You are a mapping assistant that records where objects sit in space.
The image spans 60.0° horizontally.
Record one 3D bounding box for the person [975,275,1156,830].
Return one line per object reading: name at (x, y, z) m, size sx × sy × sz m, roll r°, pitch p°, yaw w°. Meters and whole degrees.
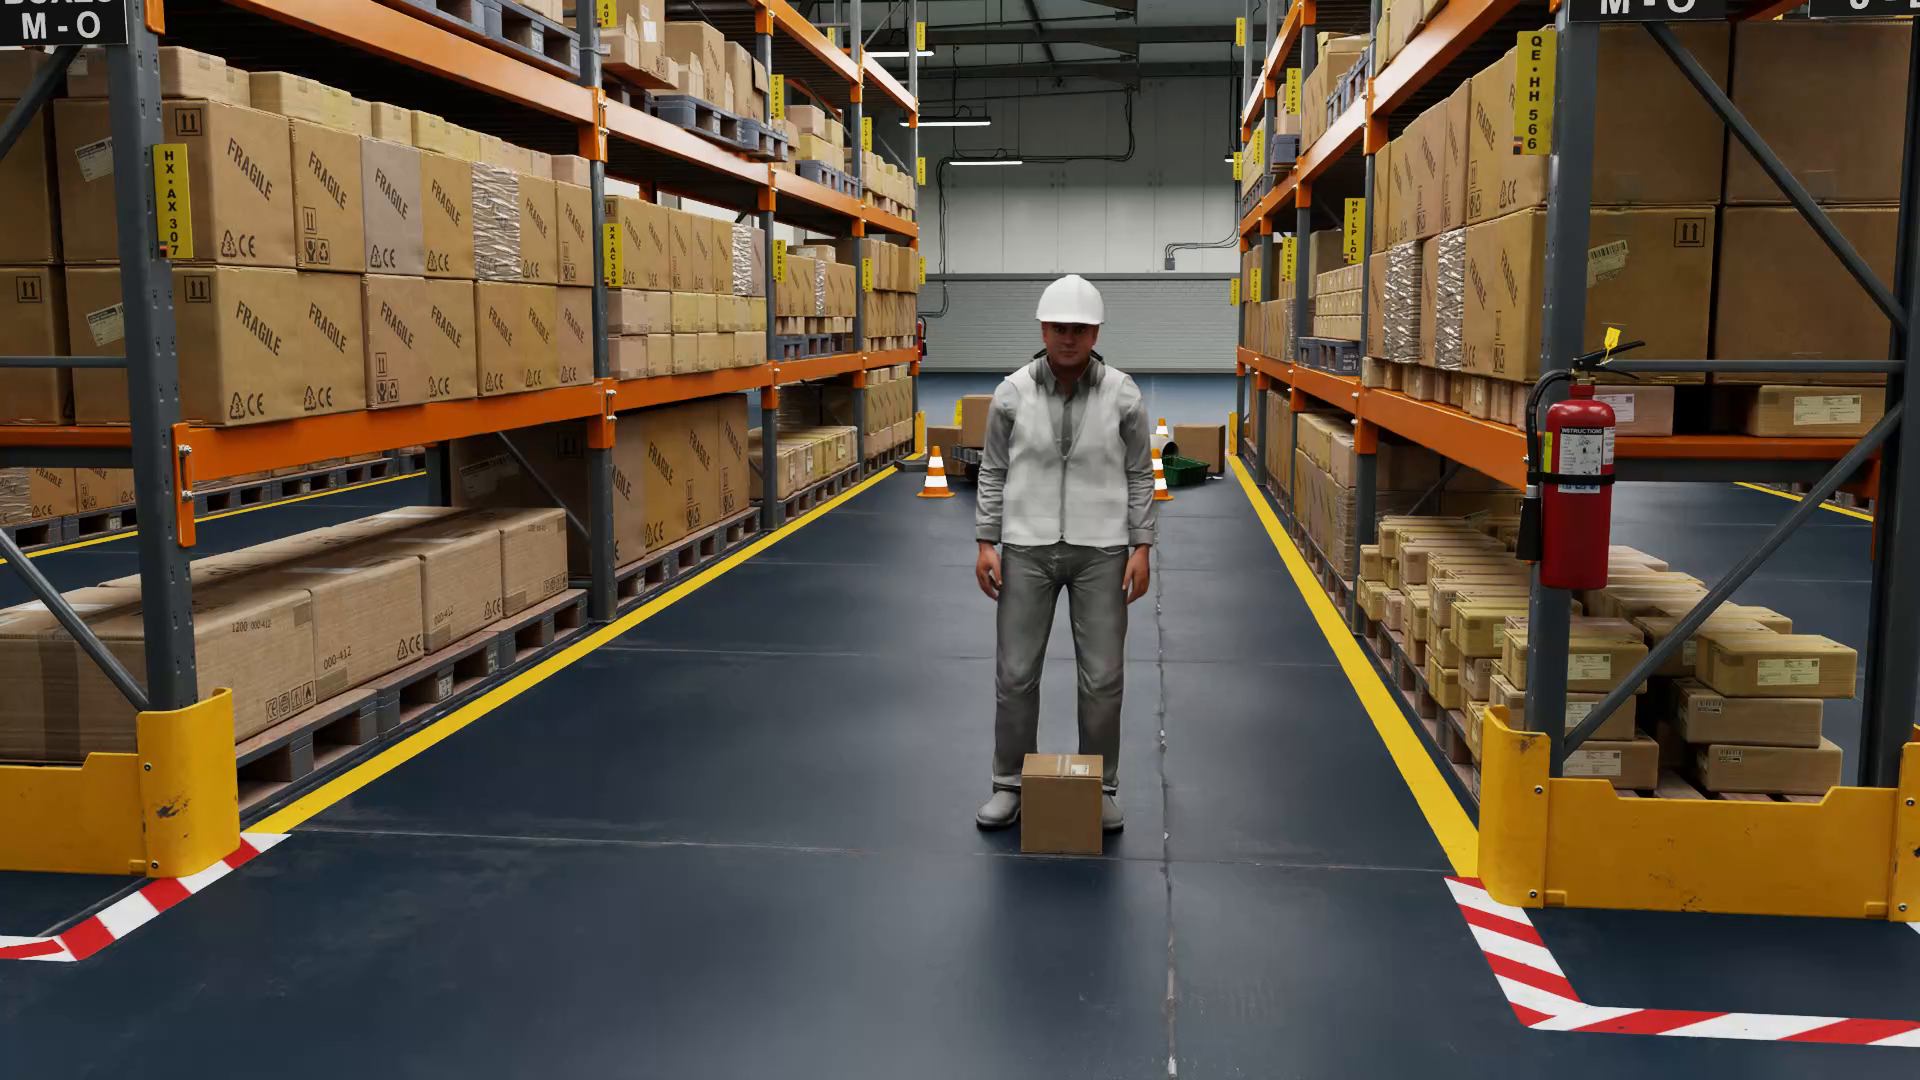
person at (0.338, 0.040, 5.386) m, size 0.581 × 1.772 × 0.460 m, roll 1°, pitch 8°, yaw 7°
